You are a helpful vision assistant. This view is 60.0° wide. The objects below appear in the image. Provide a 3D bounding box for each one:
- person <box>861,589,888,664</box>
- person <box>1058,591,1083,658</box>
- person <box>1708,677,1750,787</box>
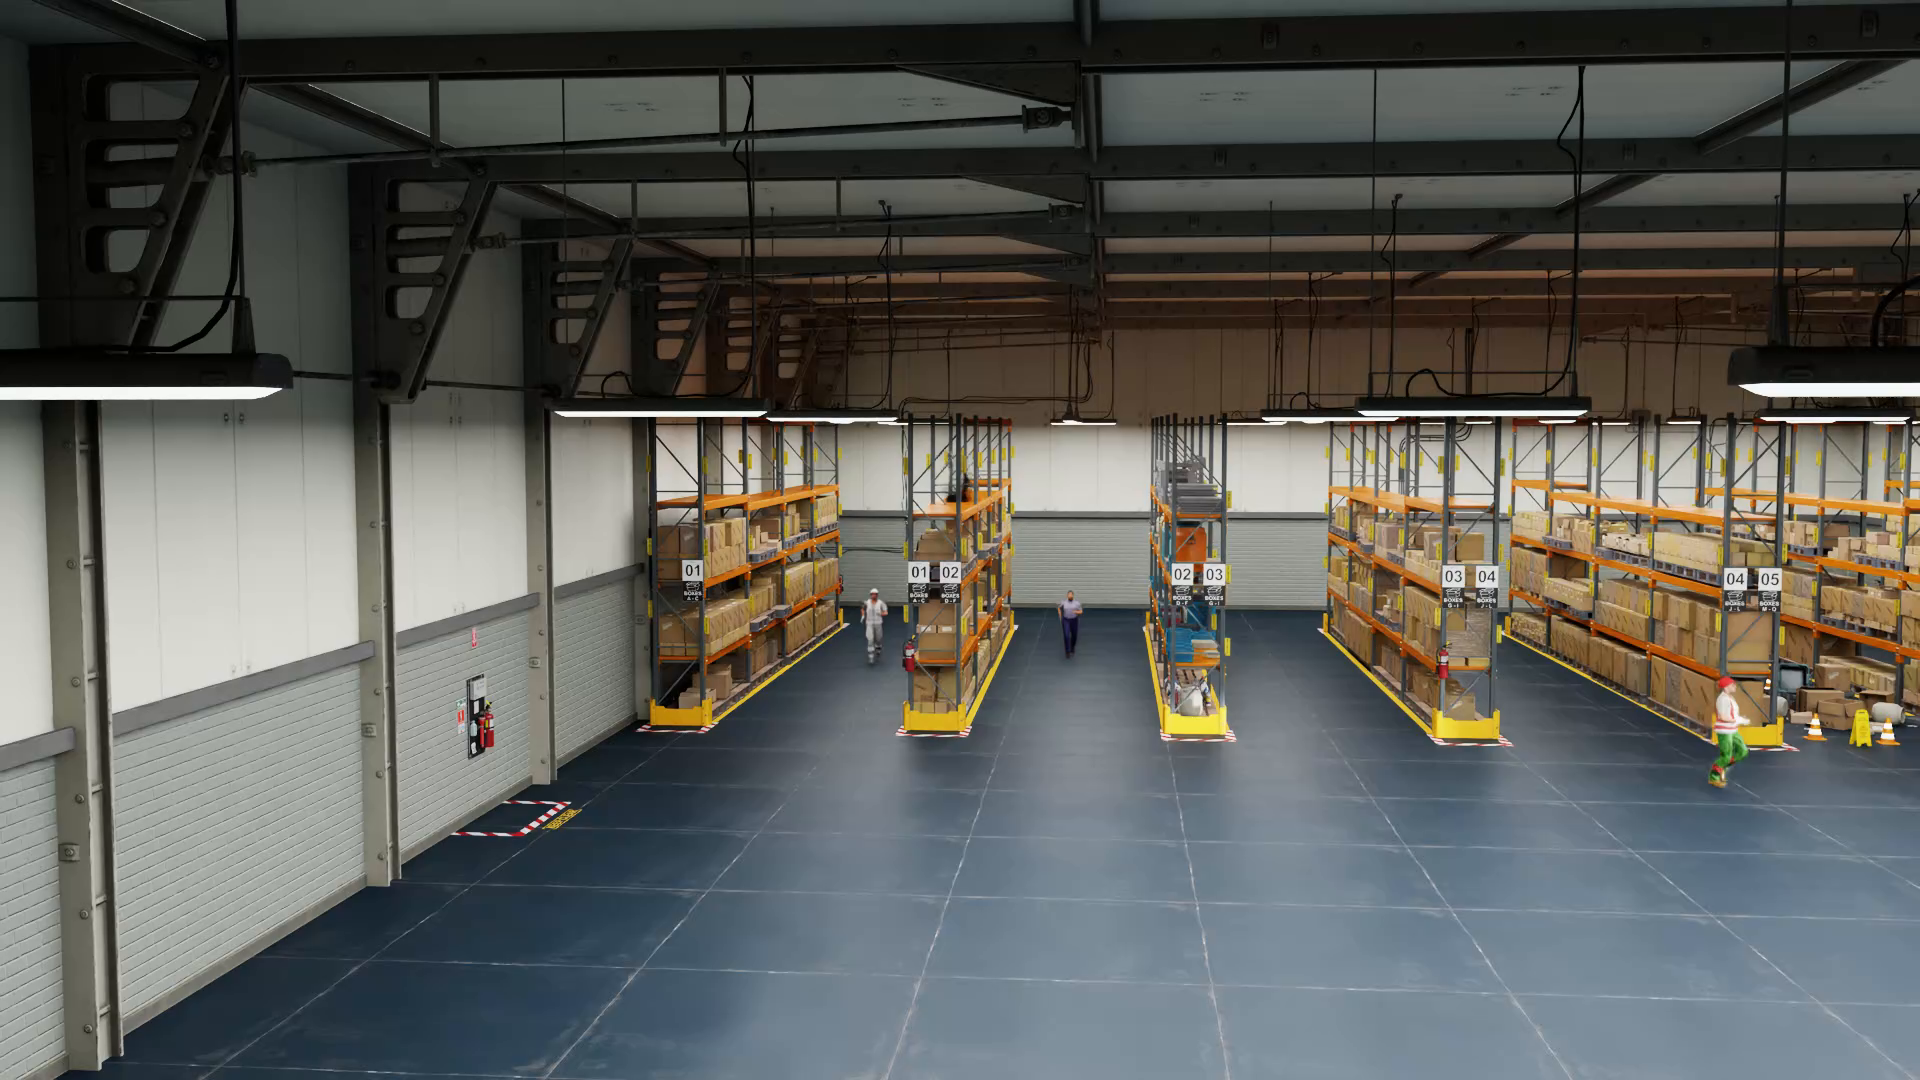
[{"bbox_3d":[-2.089,2.071,40.525,0.659,1.774,1.002,0,4,-1],"label":"person"},{"bbox_3d":[2.753,2.085,41.586,0.591,1.644,0.939,0,4,-2],"label":"person"},{"bbox_3d":[12.235,3.051,26.400,0.620,1.757,0.686,3,5,41],"label":"person"}]
